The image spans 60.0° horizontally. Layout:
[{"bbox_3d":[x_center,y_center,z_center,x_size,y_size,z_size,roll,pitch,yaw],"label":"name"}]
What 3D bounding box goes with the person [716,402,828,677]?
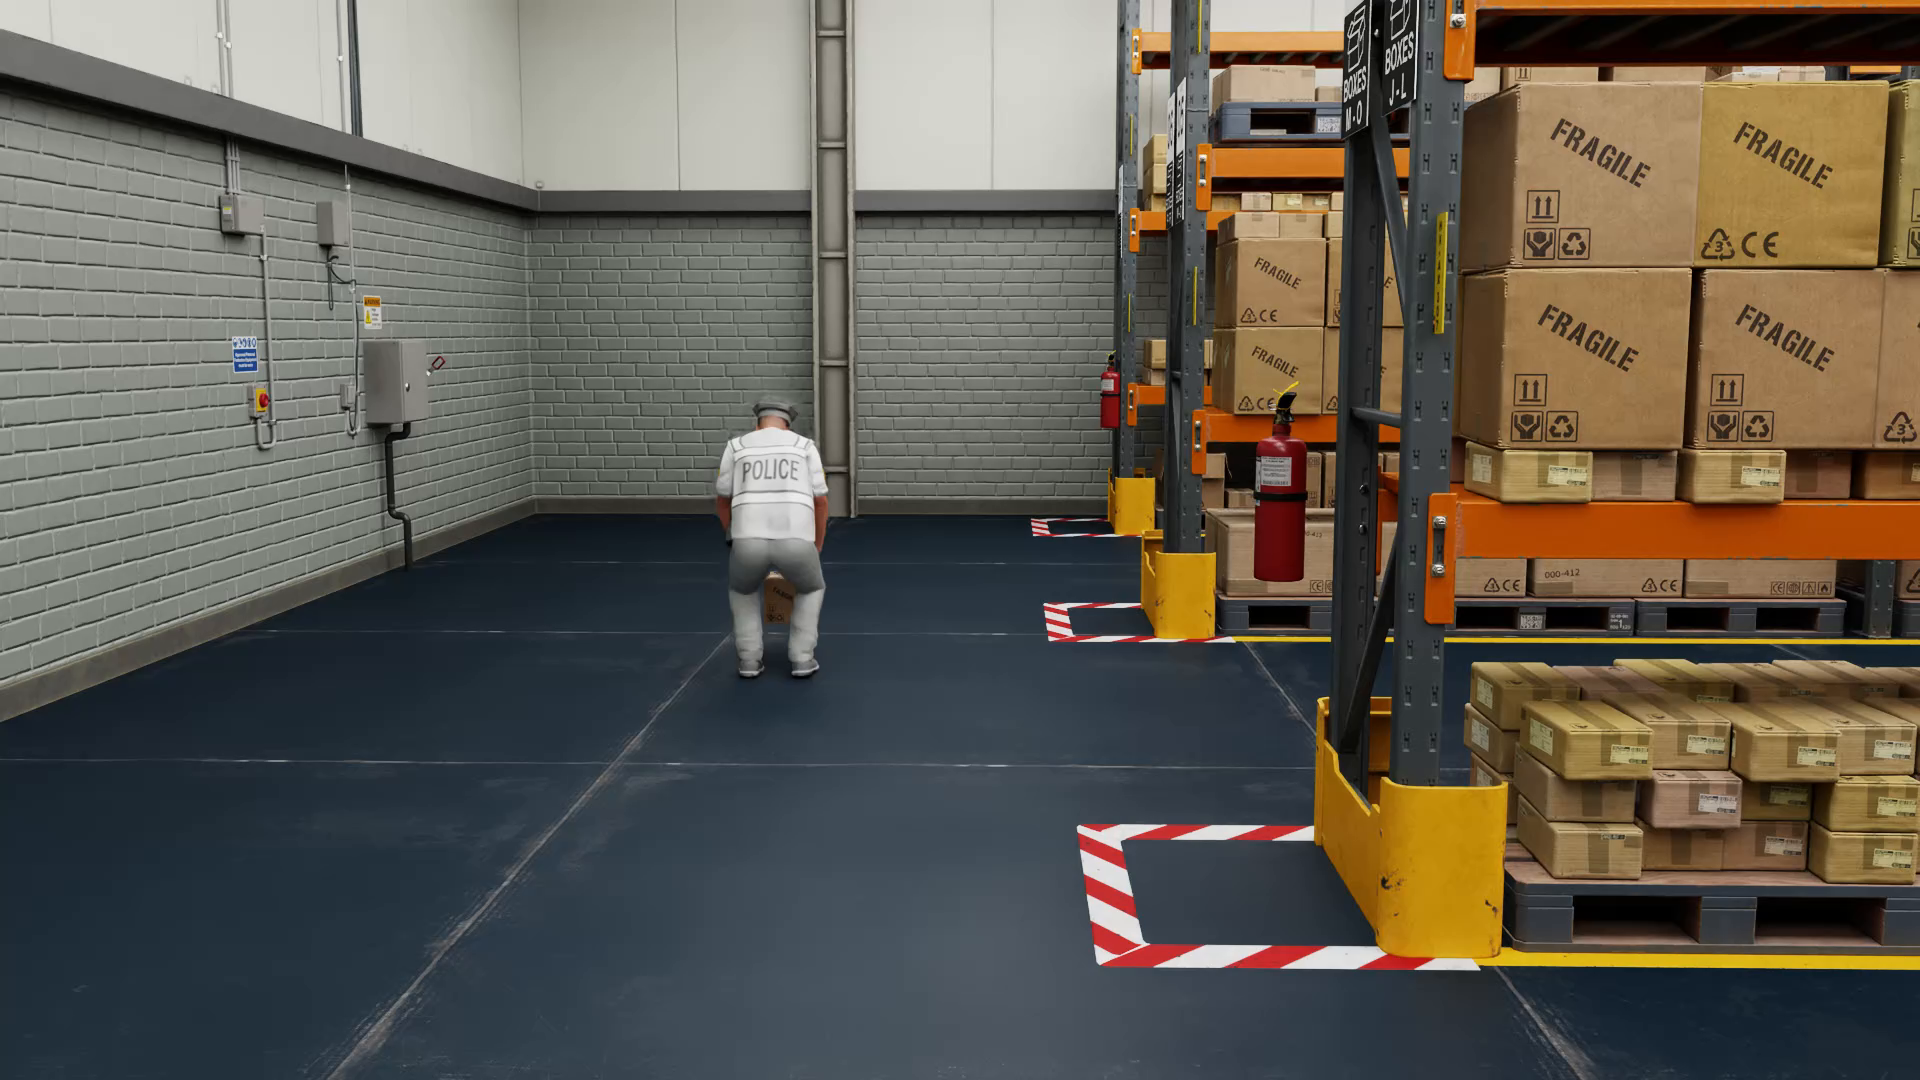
[{"bbox_3d":[-0.991,-0.005,8.680,0.591,1.412,0.808,0,7,1],"label":"person"}]
